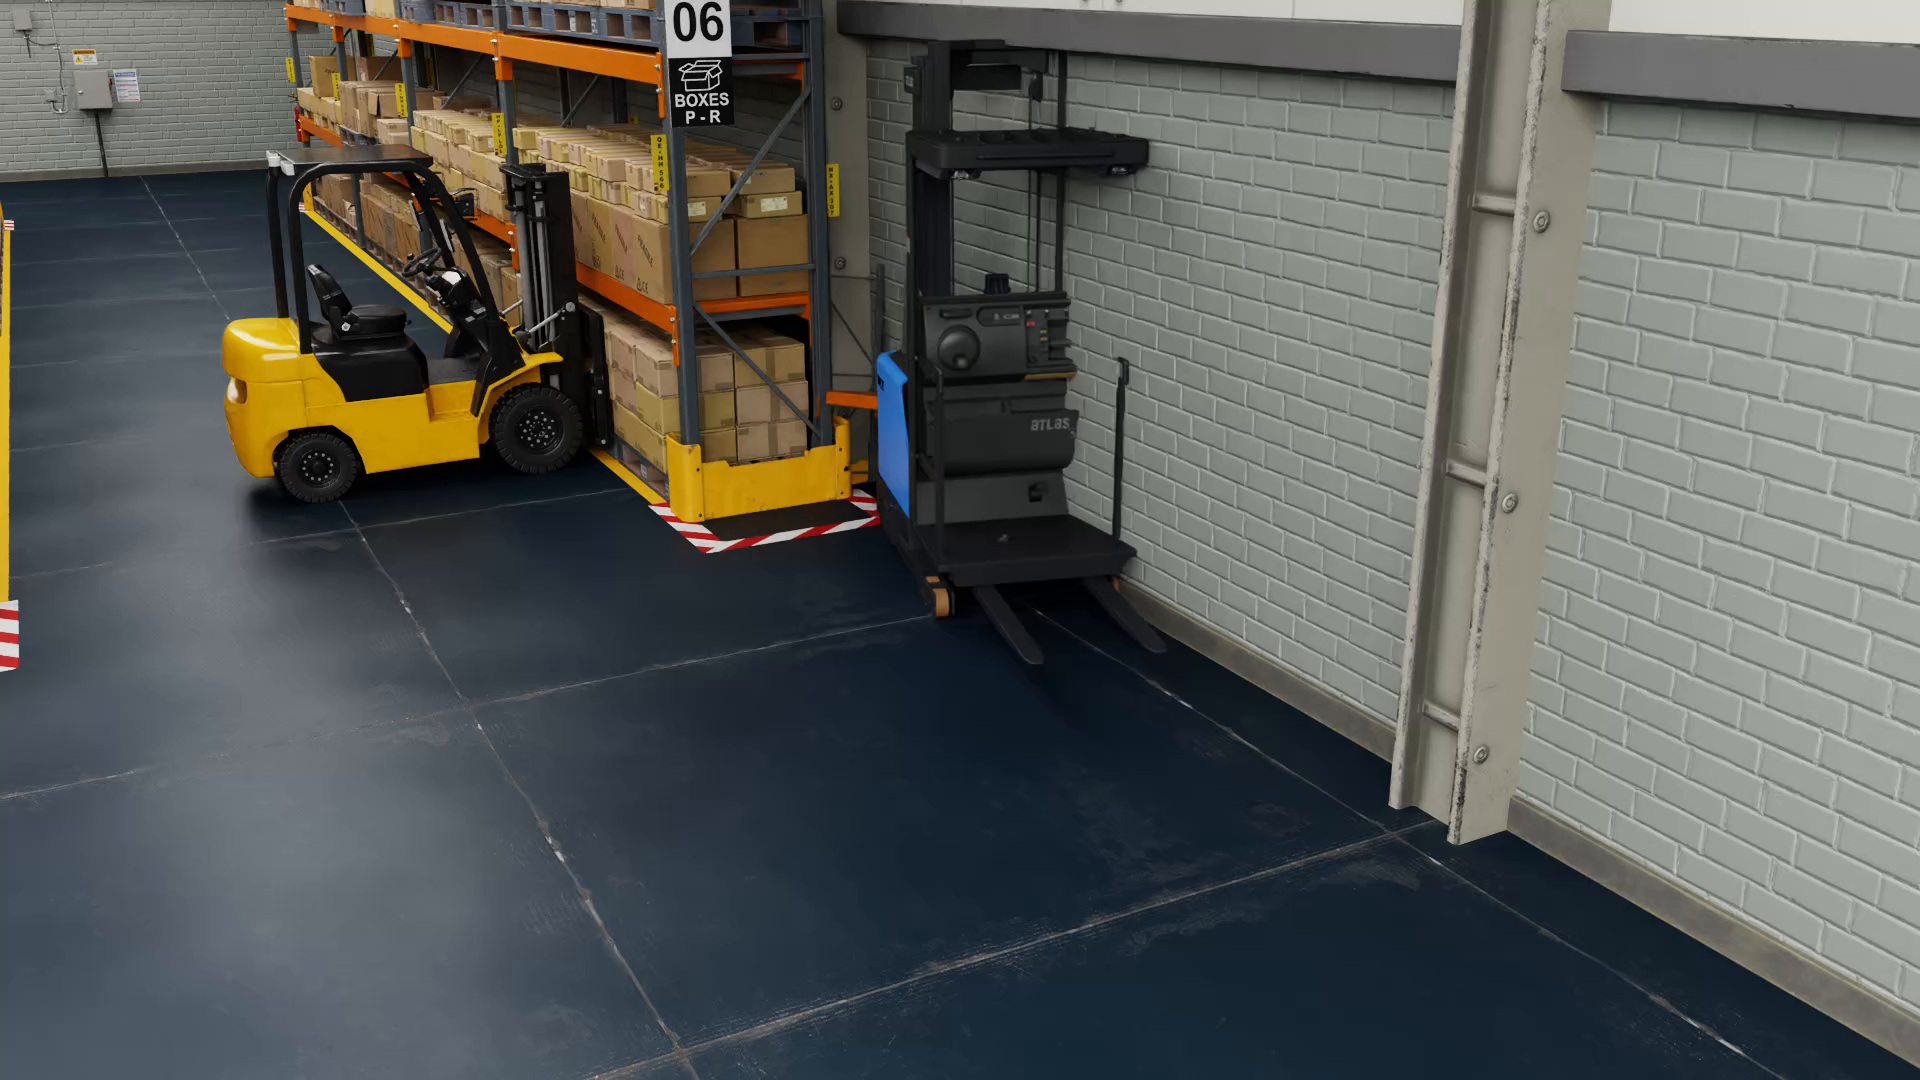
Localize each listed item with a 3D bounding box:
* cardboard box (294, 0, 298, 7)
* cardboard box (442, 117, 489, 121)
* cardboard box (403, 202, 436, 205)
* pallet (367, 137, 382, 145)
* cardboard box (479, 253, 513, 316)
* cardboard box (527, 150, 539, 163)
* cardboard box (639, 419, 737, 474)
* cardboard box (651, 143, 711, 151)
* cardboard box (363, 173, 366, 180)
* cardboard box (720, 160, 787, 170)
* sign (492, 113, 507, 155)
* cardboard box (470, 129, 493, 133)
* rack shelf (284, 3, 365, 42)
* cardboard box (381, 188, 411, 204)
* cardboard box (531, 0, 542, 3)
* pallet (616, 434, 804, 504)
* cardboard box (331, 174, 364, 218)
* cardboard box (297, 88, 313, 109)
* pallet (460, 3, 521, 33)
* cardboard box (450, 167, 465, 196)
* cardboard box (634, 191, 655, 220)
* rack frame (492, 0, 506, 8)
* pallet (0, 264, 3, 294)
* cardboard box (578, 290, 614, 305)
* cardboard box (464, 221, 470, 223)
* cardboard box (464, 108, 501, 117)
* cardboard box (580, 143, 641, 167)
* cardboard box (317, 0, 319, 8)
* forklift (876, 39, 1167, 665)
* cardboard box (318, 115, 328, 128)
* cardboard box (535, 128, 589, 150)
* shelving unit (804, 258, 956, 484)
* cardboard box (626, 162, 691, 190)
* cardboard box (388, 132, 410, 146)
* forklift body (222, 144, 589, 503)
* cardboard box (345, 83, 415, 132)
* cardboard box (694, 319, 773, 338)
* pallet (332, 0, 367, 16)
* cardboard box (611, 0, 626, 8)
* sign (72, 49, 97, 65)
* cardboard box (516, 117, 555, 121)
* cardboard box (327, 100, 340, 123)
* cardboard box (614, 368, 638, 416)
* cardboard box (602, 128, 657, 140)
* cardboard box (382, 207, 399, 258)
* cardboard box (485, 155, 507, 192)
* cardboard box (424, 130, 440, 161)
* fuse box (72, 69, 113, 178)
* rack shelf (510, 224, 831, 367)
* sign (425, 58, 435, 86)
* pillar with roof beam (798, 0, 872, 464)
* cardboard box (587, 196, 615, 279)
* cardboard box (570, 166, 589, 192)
[{"bbox_3d":[-8.667,-7.196,22.175,0.380,0.149,0.250,-9,21,-25],"label":"cardboard box"},{"bbox_3d":[-4.652,-3.893,15.668,0.380,0.149,0.250,-10,21,-26],"label":"cardboard box"},{"bbox_3d":[-5.883,-3.628,18.241,0.380,0.149,0.250,-9,21,-25],"label":"cardboard box"},{"bbox_3d":[-6.025,-4.430,18.665,1.003,0.211,1.213,-10,21,-27],"label":"pallet"},{"bbox_3d":[-3.817,-2.263,15.088,0.875,0.625,0.625,-10,22,-27],"label":"cardboard box"},{"bbox_3d":[-3.154,-2.962,12.970,0.380,0.149,0.250,-9,21,-25],"label":"cardboard box"},{"bbox_3d":[-1.800,-0.651,10.992,0.500,0.250,0.500,-10,21,-26],"label":"cardboard box"},{"bbox_3d":[-1.979,-2.739,11.867,0.380,0.149,0.250,-10,21,-26],"label":"cardboard box"},{"bbox_3d":[-7.007,-4.441,20.140,0.380,0.149,0.250,-10,22,-28],"label":"cardboard box"},{"bbox_3d":[-1.341,-2.377,10.817,0.380,0.149,0.250,-9,21,-25],"label":"cardboard box"},{"bbox_3d":[-3.671,-3.238,13.263,0.100,0.325,0.005,-10,21,-27],"label":"sign"},{"bbox_3d":[-4.075,-3.522,14.592,0.380,0.149,0.250,-11,22,-28],"label":"cardboard box"},{"bbox_3d":[-7.947,-6.764,21.638,1.077,0.370,4.000,-10,21,-27],"label":"rack shelf"},{"bbox_3d":[-6.501,-3.997,19.311,0.380,0.149,0.250,-10,21,-27],"label":"cardboard box"},{"bbox_3d":[-2.887,-3.963,12.008,0.380,0.149,0.250,-9,21,-25],"label":"cardboard box"},{"bbox_3d":[-1.698,-0.562,11.435,1.003,0.211,1.213,-10,21,-27],"label":"pallet"},{"bbox_3d":[-7.825,-4.537,21.869,0.700,0.500,0.500,-11,22,-29],"label":"cardboard box"},{"bbox_3d":[-8.918,-6.157,23.151,0.500,0.250,0.500,-10,21,-26],"label":"cardboard box"},{"bbox_3d":[-3.628,-4.394,13.960,0.805,0.209,1.217,-11,22,-29],"label":"pallet"},{"bbox_3d":[-4.372,-3.286,15.286,0.500,0.250,0.500,-9,21,-25],"label":"cardboard box"},{"bbox_3d":[-1.857,-2.145,10.603,0.380,0.149,0.250,-10,21,-26],"label":"cardboard box"},{"bbox_3d":[-3.198,-5.651,12.712,1.000,3.000,0.127,-10,21,-27],"label":"rack frame"},{"bbox_3d":[-10.931,-2.814,17.962,1.003,0.211,1.213,-10,21,-27],"label":"pallet"},{"bbox_3d":[-2.764,-1.709,12.526,0.500,0.250,0.500,-9,21,-25],"label":"cardboard box"},{"bbox_3d":[-5.051,-3.145,17.834,0.500,0.500,0.500,-9,21,-25],"label":"cardboard box"},{"bbox_3d":[-4.765,-4.255,16.716,0.380,0.149,0.250,-9,21,-25],"label":"cardboard box"},{"bbox_3d":[-2.492,-2.746,11.886,0.380,0.149,0.250,-10,21,-26],"label":"cardboard box"},{"bbox_3d":[-7.875,-6.770,20.939,0.380,0.149,0.250,-9,21,-25],"label":"cardboard box"},{"bbox_3d":[0.312,-1.101,8.829,1.130,2.935,3.031,-4,20,-13],"label":"forklift"},{"bbox_3d":[-8.271,-5.554,22.014,0.380,0.149,0.250,-9,21,-25],"label":"cardboard box"},{"bbox_3d":[-3.088,-3.114,12.952,0.380,0.149,0.250,-10,21,-26],"label":"cardboard box"},{"bbox_3d":[-0.456,-1.028,10.649,0.587,1.500,1.083,-2,9,-36],"label":"shelving unit"},{"bbox_3d":[-1.947,-2.368,10.792,0.380,0.149,0.250,-9,21,-25],"label":"cardboard box"},{"bbox_3d":[-5.747,-4.172,17.365,0.380,0.149,0.250,-10,21,-26],"label":"cardboard box"},{"bbox_3d":[-3.804,-1.527,11.260,2.313,2.155,1.214,-10,21,-27],"label":"forklift body"},{"bbox_3d":[-6.718,-5.035,19.328,0.700,0.500,0.500,-10,21,-26],"label":"cardboard box"},{"bbox_3d":[-1.601,-1.348,11.479,0.500,0.250,0.500,-10,21,-27],"label":"cardboard box"},{"bbox_3d":[-6.254,-5.945,18.452,1.213,0.211,1.003,-10,21,-27],"label":"pallet"},{"bbox_3d":[-1.959,-3.402,10.383,0.380,0.149,0.250,-11,22,-28],"label":"cardboard box"},{"bbox_3d":[-14.190,-7.830,26.957,0.339,0.242,0.001,-10,21,-27],"label":"sign"},{"bbox_3d":[-4.047,-3.908,15.711,0.380,0.149,0.250,-10,22,-28],"label":"cardboard box"},{"bbox_3d":[-7.704,-5.431,21.046,0.500,0.250,0.500,-10,21,-26],"label":"cardboard box"},{"bbox_3d":[-2.033,-1.039,11.348,0.500,0.250,0.500,-10,22,-27],"label":"cardboard box"},{"bbox_3d":[-2.560,-3.112,12.948,0.380,0.149,0.250,-10,22,-27],"label":"cardboard box"},{"bbox_3d":[-6.230,-3.510,18.892,0.500,0.500,0.500,-11,22,-29],"label":"cardboard box"},{"bbox_3d":[-3.656,-3.082,13.927,0.500,0.250,0.500,-10,22,-28],"label":"cardboard box"},{"bbox_3d":[-4.865,-3.820,16.065,0.500,0.250,0.500,-9,21,-25],"label":"cardboard box"},{"bbox_3d":[-14.043,-6.779,27.155,0.539,1.711,0.414,-10,21,-27],"label":"fuse box"},{"bbox_3d":[-2.248,-1.901,12.144,1.077,0.370,4.000,-10,21,-27],"label":"rack shelf"},{"bbox_3d":[-6.510,-5.746,20.409,0.100,0.325,0.005,-10,21,-27],"label":"sign"},{"bbox_3d":[-4.625,-4.175,8.436,9.100,9.000,0.400,-10,21,-27],"label":"pillar with roof beam"},{"bbox_3d":[-2.245,-2.112,11.500,0.500,0.500,0.500,-10,22,-28],"label":"cardboard box"},{"bbox_3d":[-2.561,-2.590,11.890,0.380,0.149,0.250,-10,22,-28],"label":"cardboard box"}]
